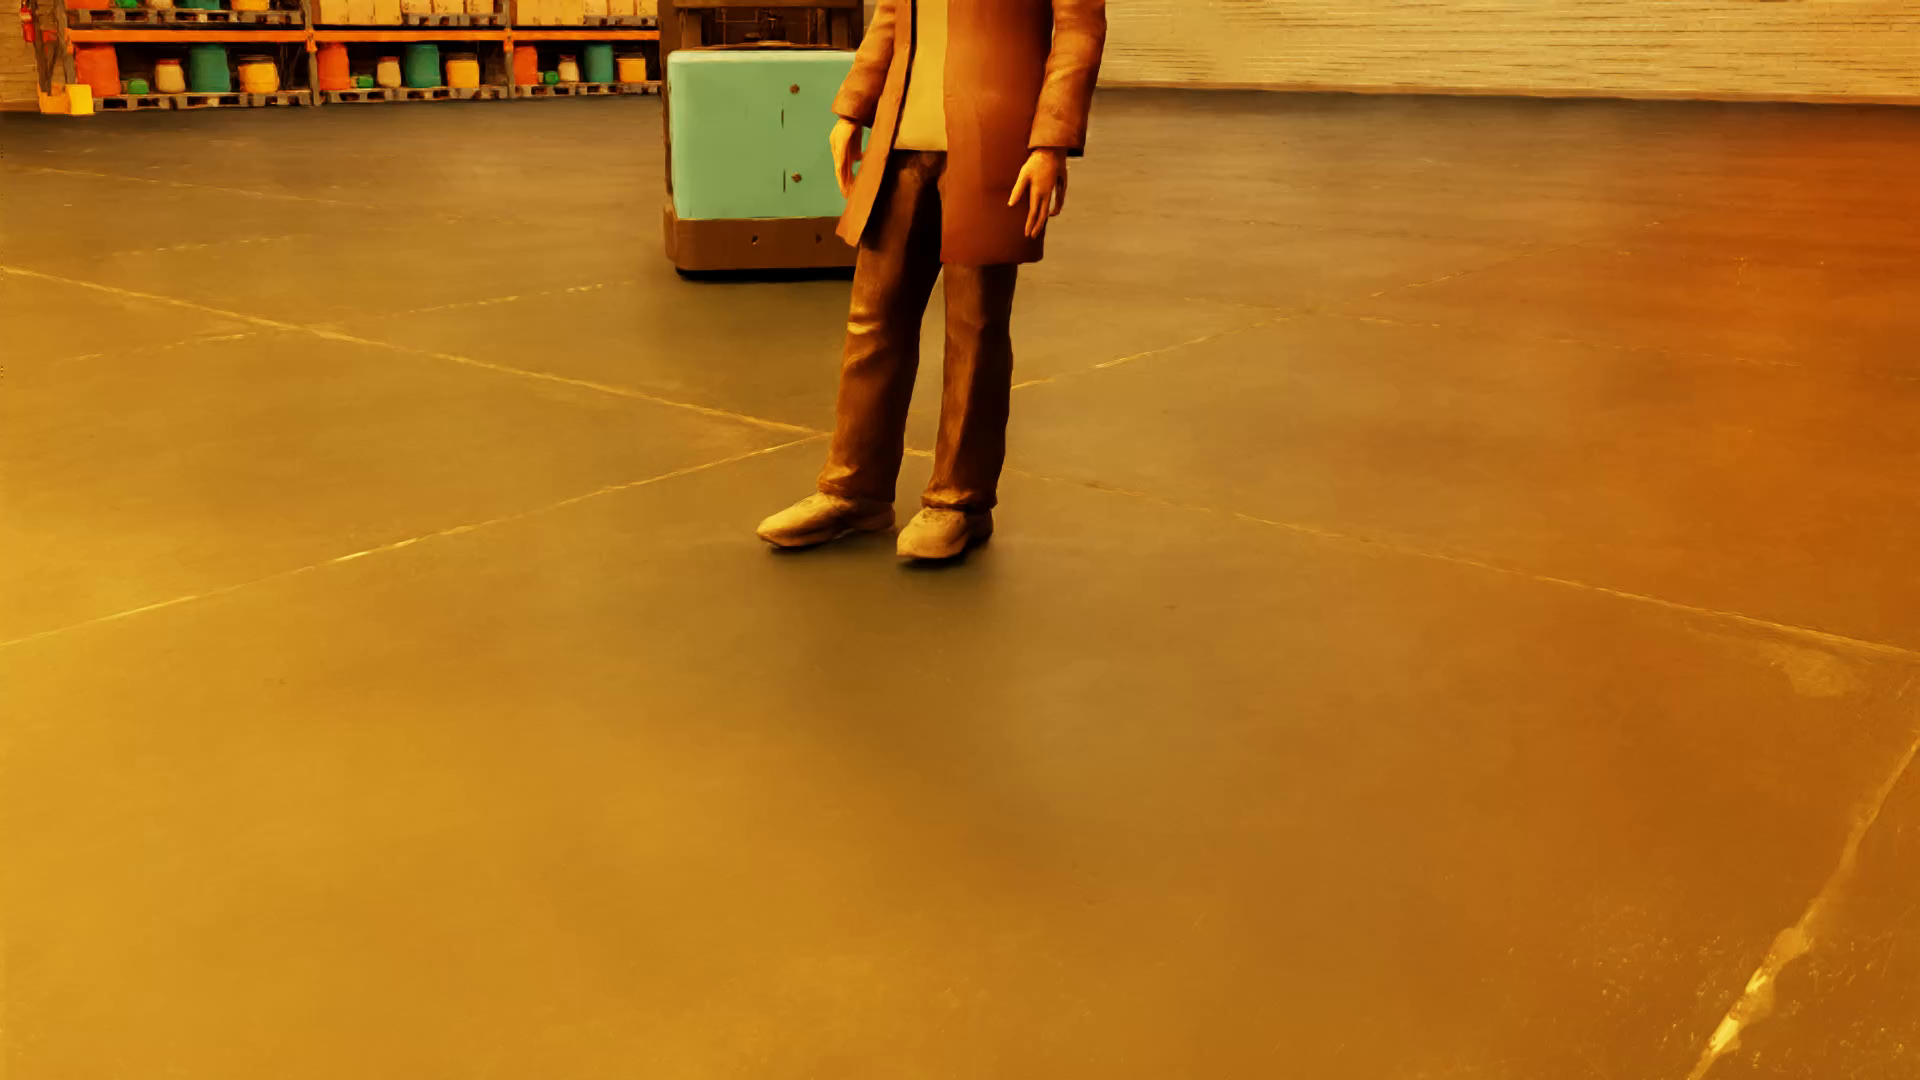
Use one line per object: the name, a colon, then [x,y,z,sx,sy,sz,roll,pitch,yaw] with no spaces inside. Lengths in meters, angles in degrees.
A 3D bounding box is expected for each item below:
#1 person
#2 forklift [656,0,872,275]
person: [-0.062,-0.838,3.617,0.694,1.776,0.580,13,21,37]
forklift: [-1.107,-3.078,9.033,1.130,2.935,3.031,-3,17,-10]
